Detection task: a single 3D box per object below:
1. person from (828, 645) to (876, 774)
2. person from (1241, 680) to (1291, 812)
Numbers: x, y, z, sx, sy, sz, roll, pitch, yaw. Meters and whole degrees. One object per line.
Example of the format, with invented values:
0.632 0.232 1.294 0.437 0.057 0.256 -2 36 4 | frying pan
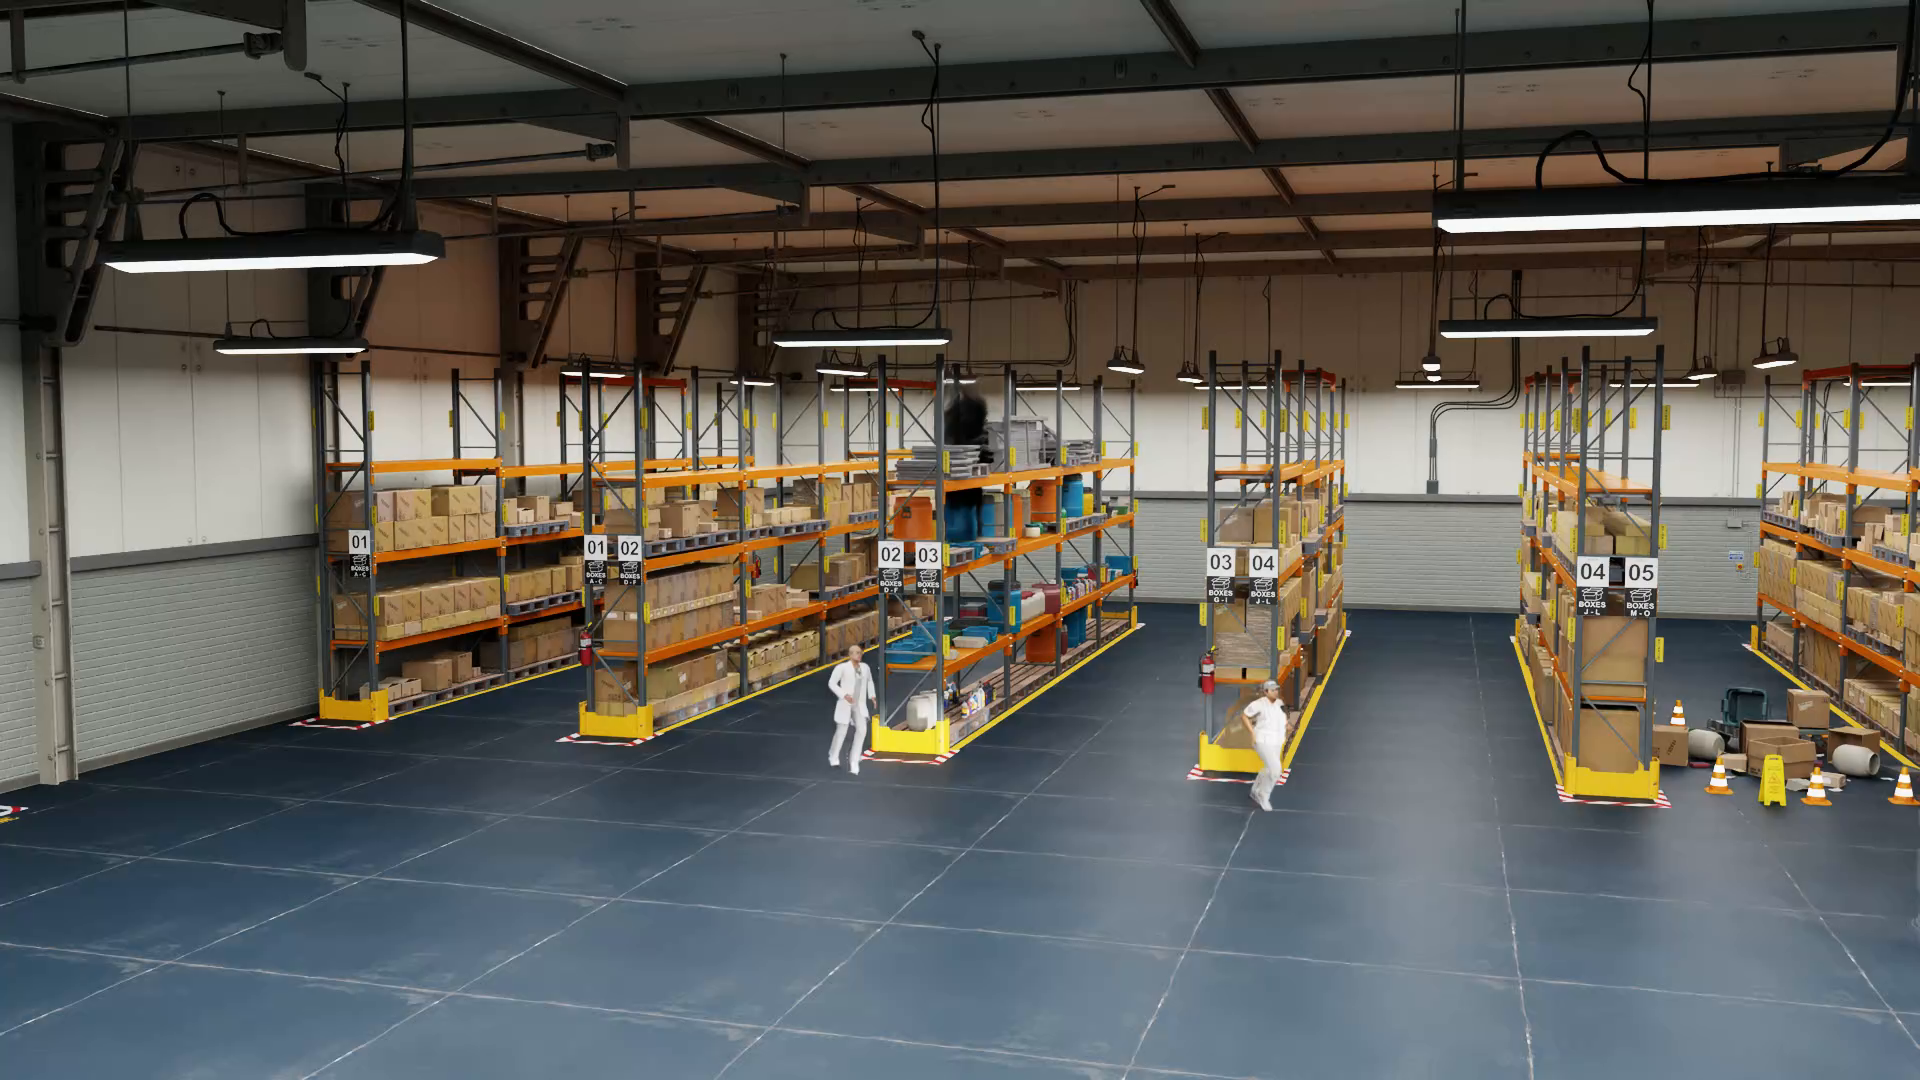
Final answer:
-1.528 2.418 23.944 0.764 1.790 0.777 -2 4 -24 | person
3.994 2.648 21.496 0.586 1.694 0.699 -3 5 -35 | person
